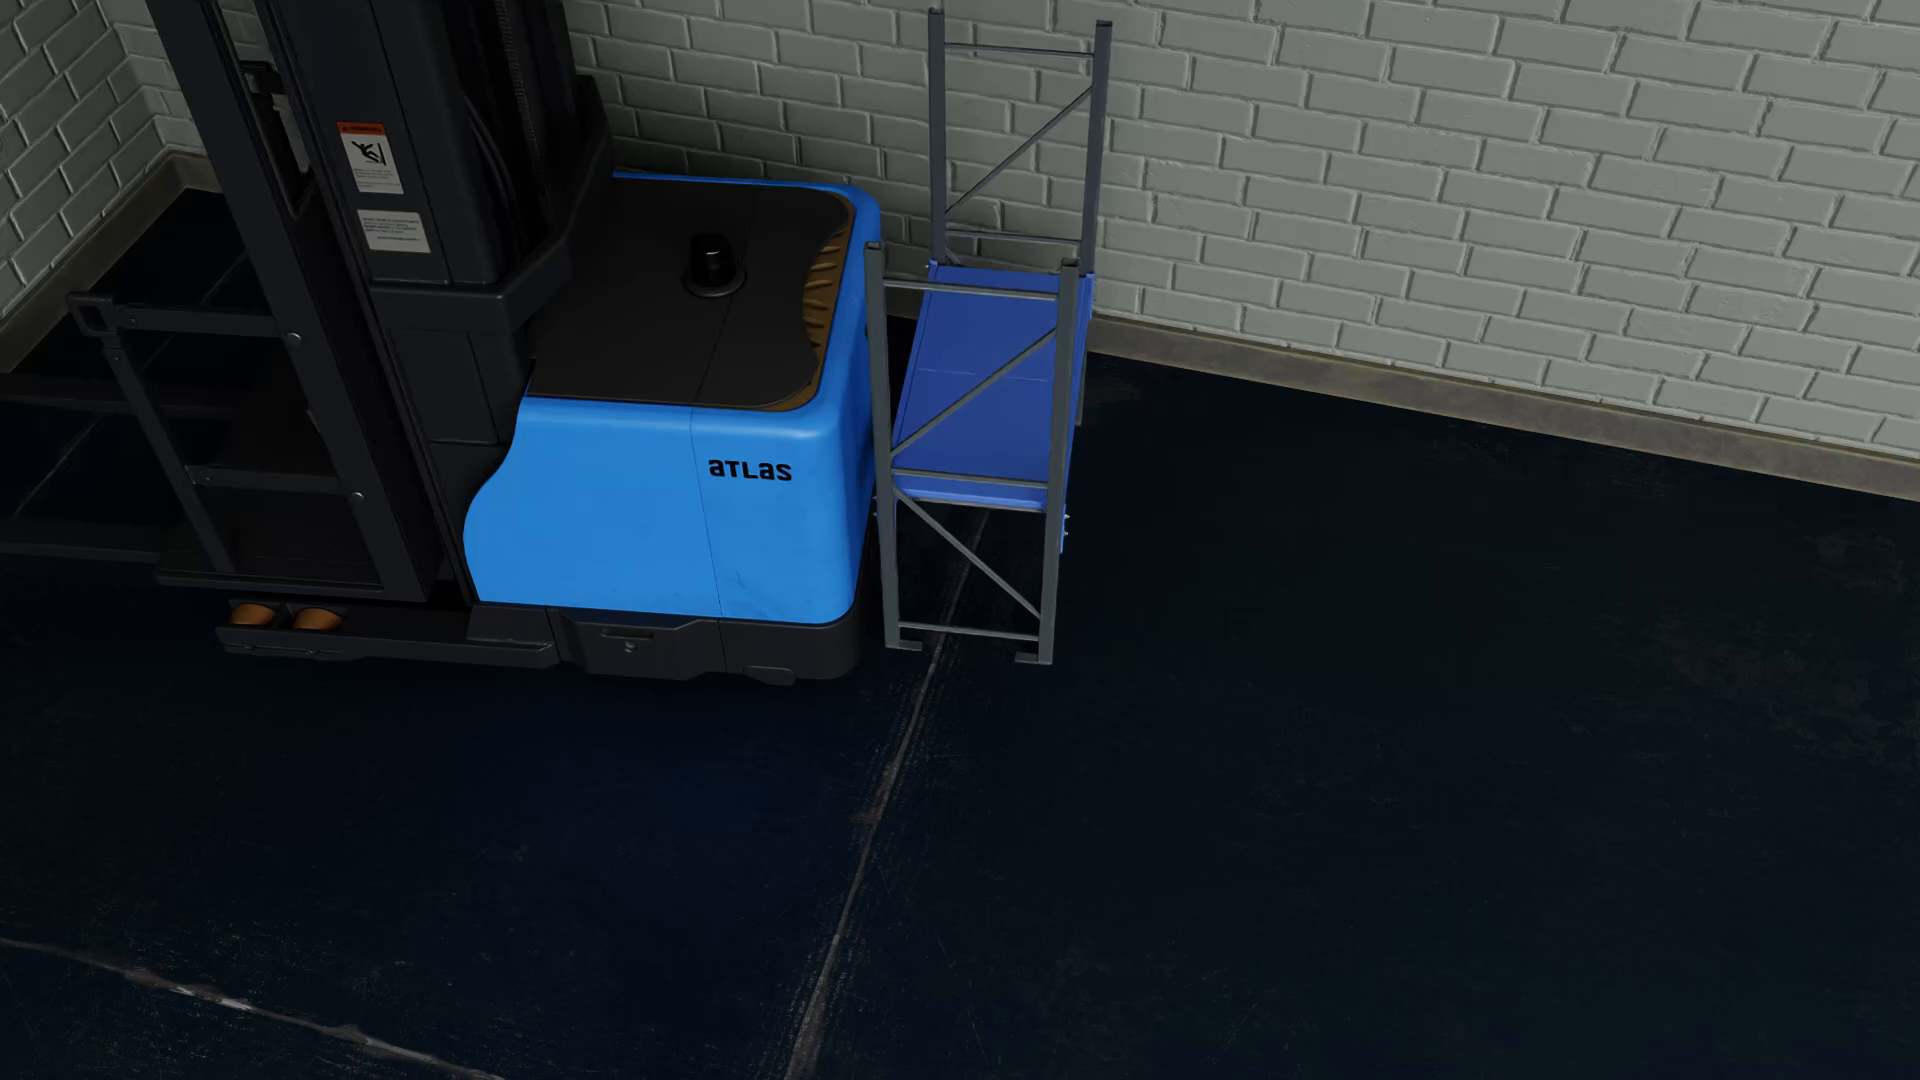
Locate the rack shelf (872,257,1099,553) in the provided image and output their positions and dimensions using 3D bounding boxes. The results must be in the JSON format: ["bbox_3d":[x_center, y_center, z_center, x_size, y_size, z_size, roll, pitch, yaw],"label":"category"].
[{"bbox_3d":[0.094,-0.420,4.860,0.538,0.185,1.000,6,49,5],"label":"rack shelf"}]

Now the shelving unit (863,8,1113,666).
[{"bbox_3d":[0.094,-0.539,4.725,0.538,1.500,1.048,6,49,5],"label":"shelving unit"}]

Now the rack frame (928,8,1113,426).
[{"bbox_3d":[0.162,-0.917,5.059,0.500,1.500,0.032,6,49,5],"label":"rack frame"}]

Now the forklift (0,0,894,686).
[{"bbox_3d":[-1.759,-1.004,4.182,3.031,2.935,1.130,4,49,3],"label":"forklift"}]

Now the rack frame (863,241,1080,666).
[{"bbox_3d":[0.026,-0.161,4.392,0.500,1.500,0.032,6,49,5],"label":"rack frame"}]
